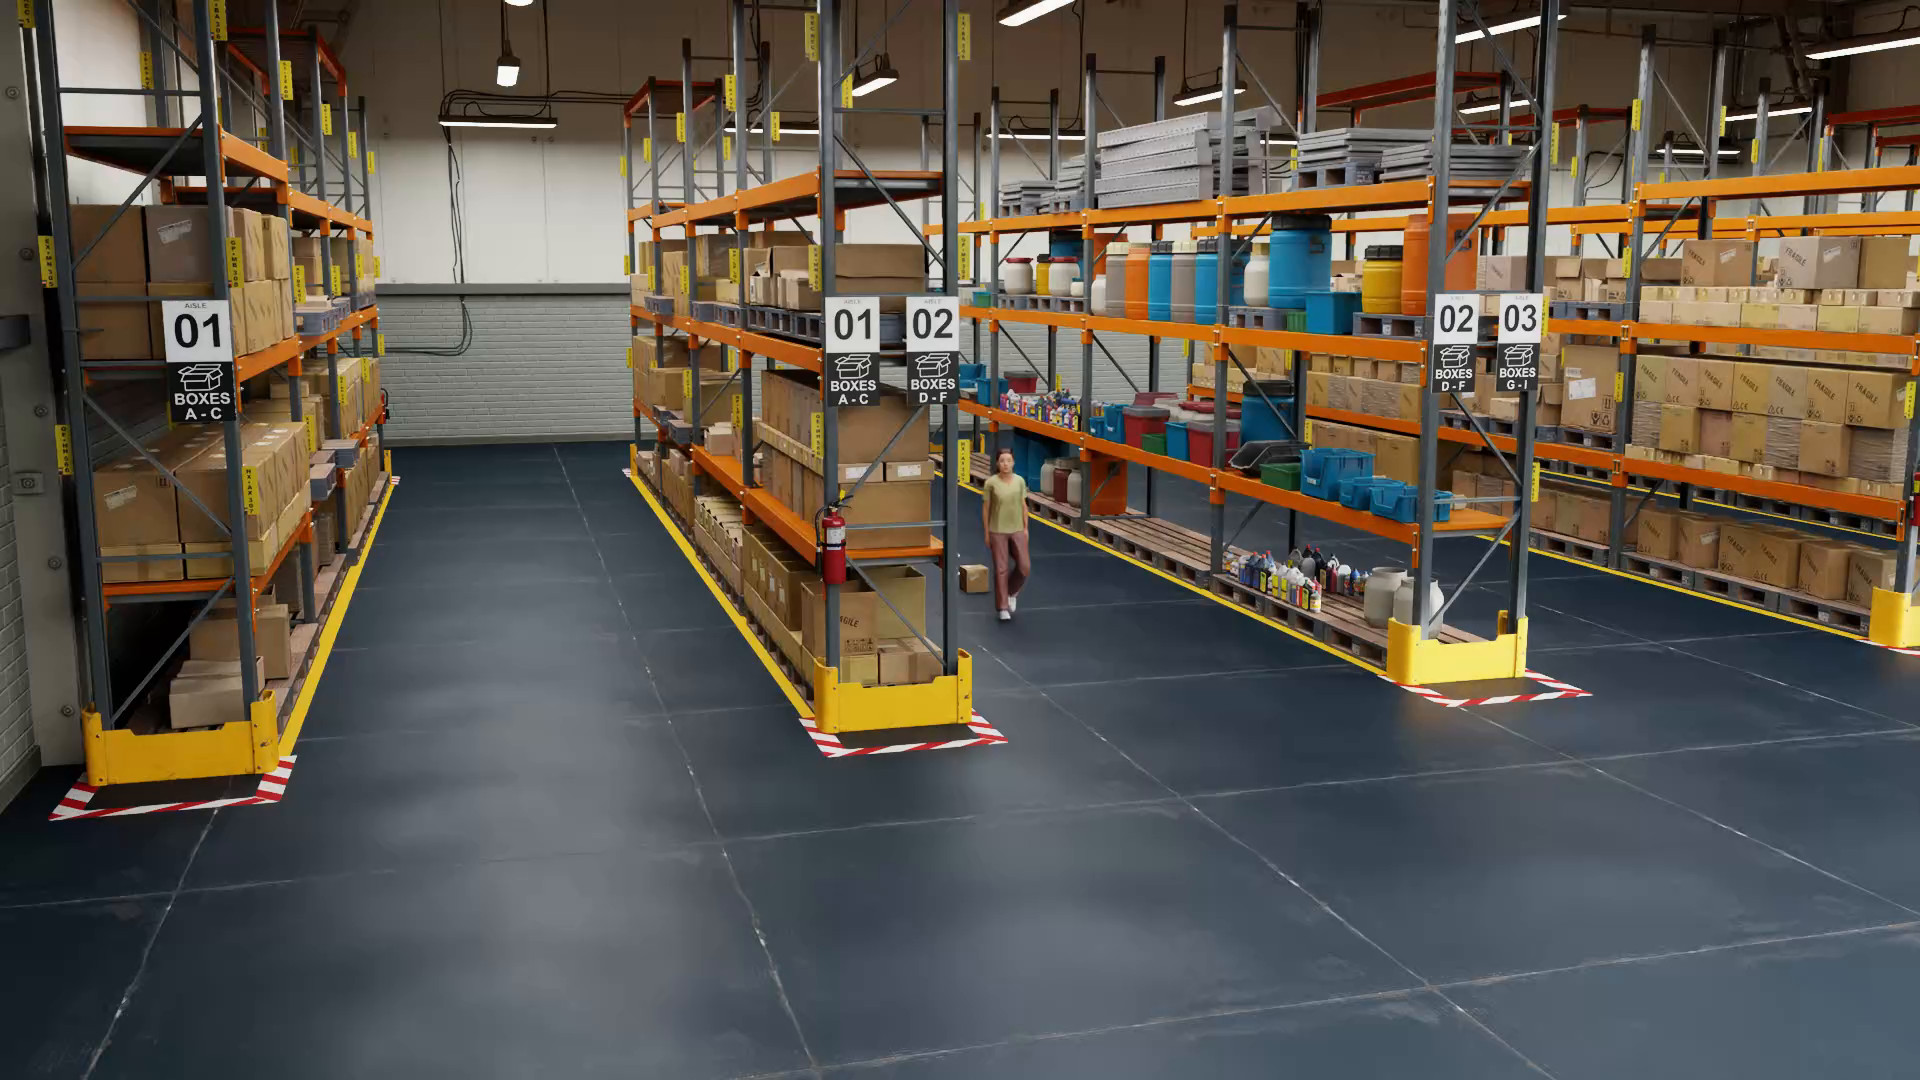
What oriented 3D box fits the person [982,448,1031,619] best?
[{"bbox_3d":[0.447,-0.072,16.156,0.479,1.660,0.501,-2,9,-11],"label":"person"}]
